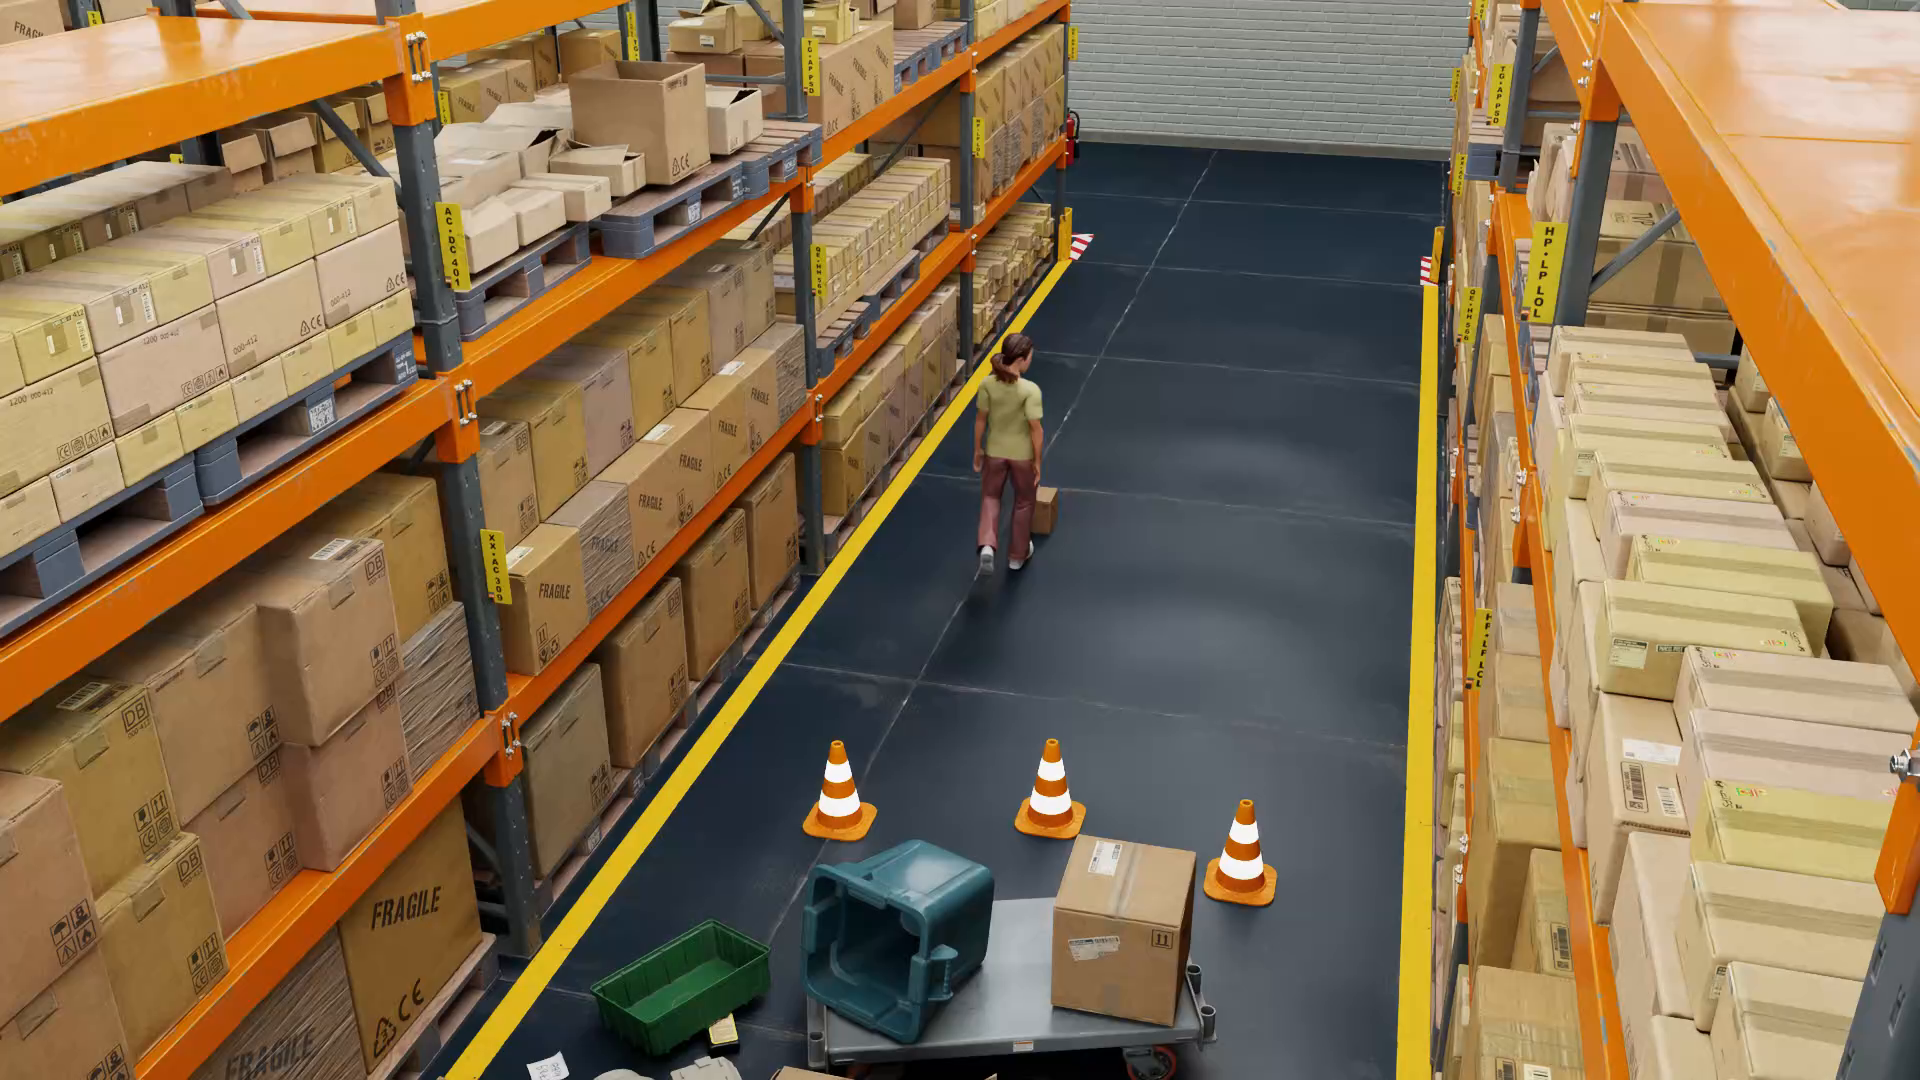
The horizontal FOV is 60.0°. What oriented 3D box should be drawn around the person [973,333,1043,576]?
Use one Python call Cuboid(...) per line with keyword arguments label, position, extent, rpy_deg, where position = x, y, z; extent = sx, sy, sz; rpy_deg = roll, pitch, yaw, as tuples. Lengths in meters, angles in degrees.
Cuboid(label="person", position=(0.316, -0.532, 10.701), extent=(0.478, 1.665, 0.723), rpy_deg=(8, 27, 17))
